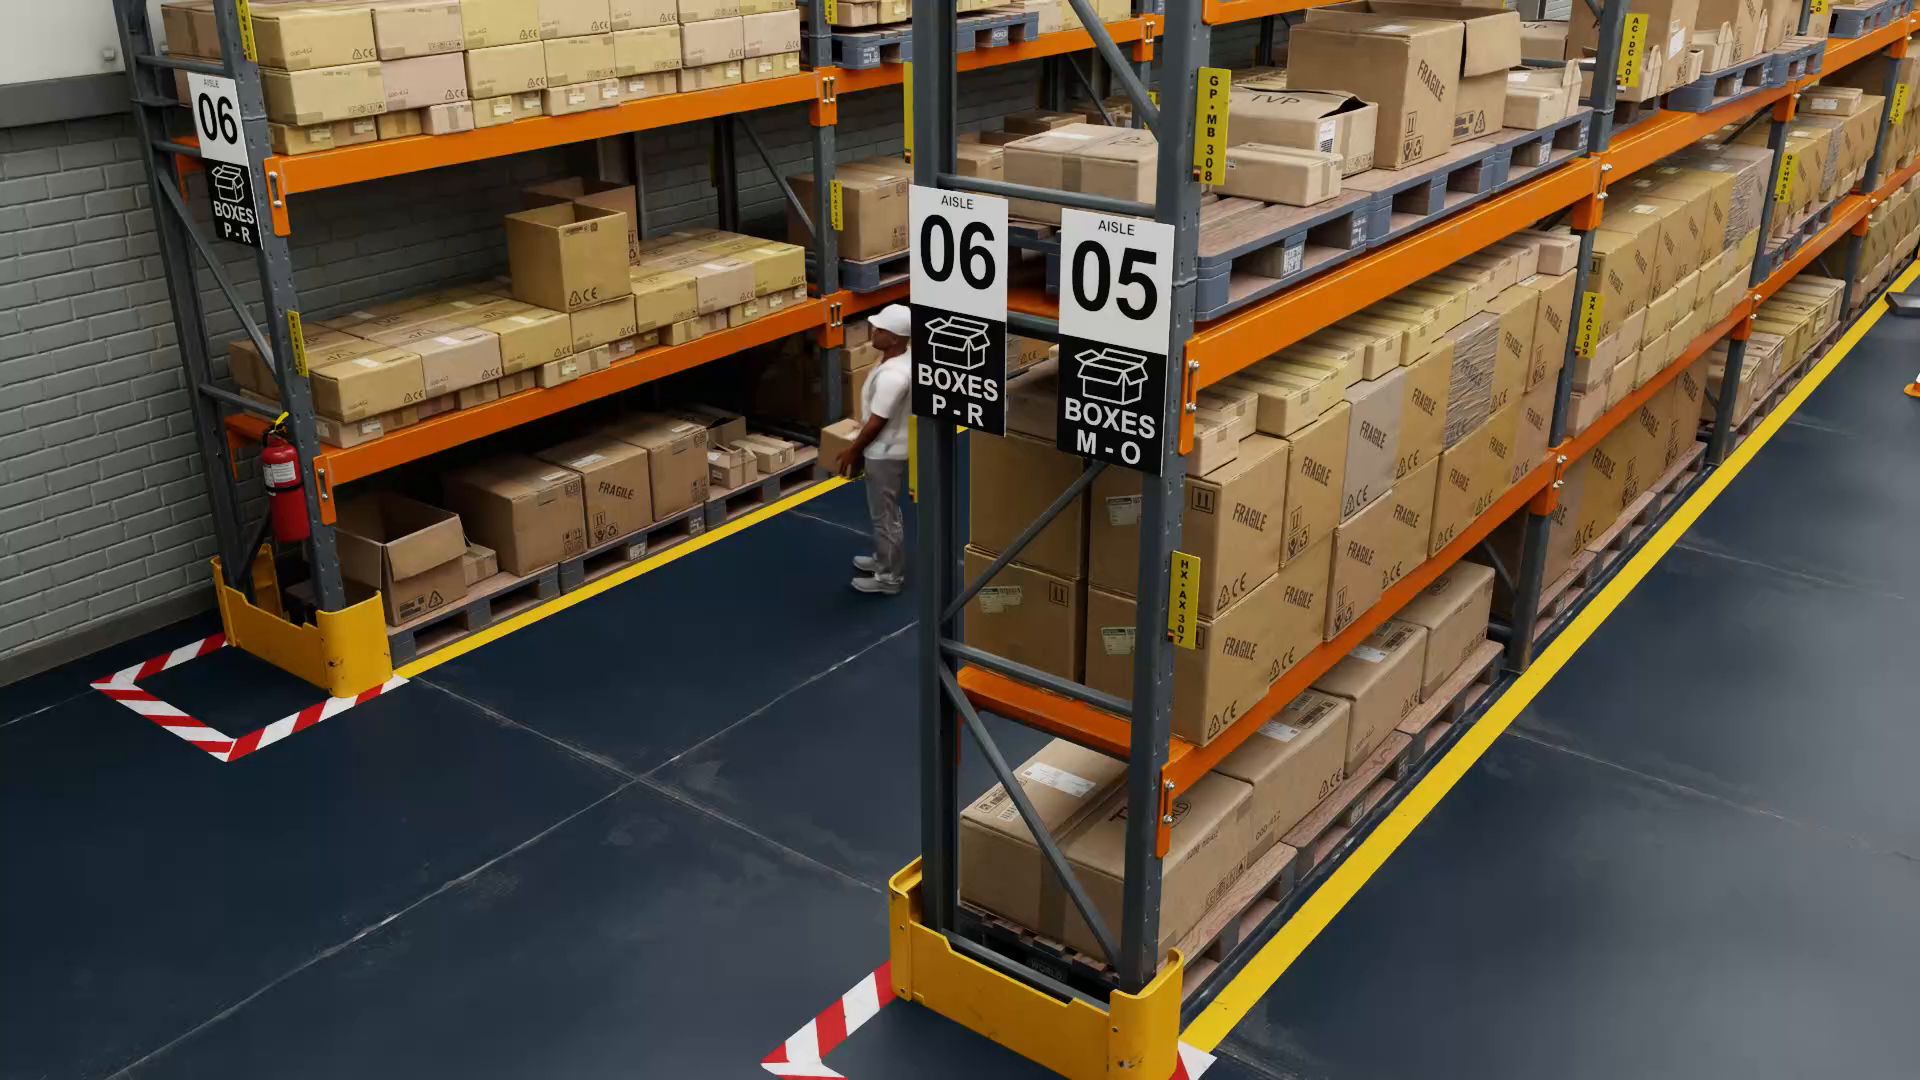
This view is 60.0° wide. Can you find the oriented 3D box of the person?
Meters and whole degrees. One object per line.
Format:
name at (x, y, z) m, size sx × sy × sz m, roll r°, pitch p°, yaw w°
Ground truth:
person at (-0.476, -0.538, 9.788) m, size 0.500 × 1.772 × 0.604 m, roll 3°, pitch 24°, yaw 7°
